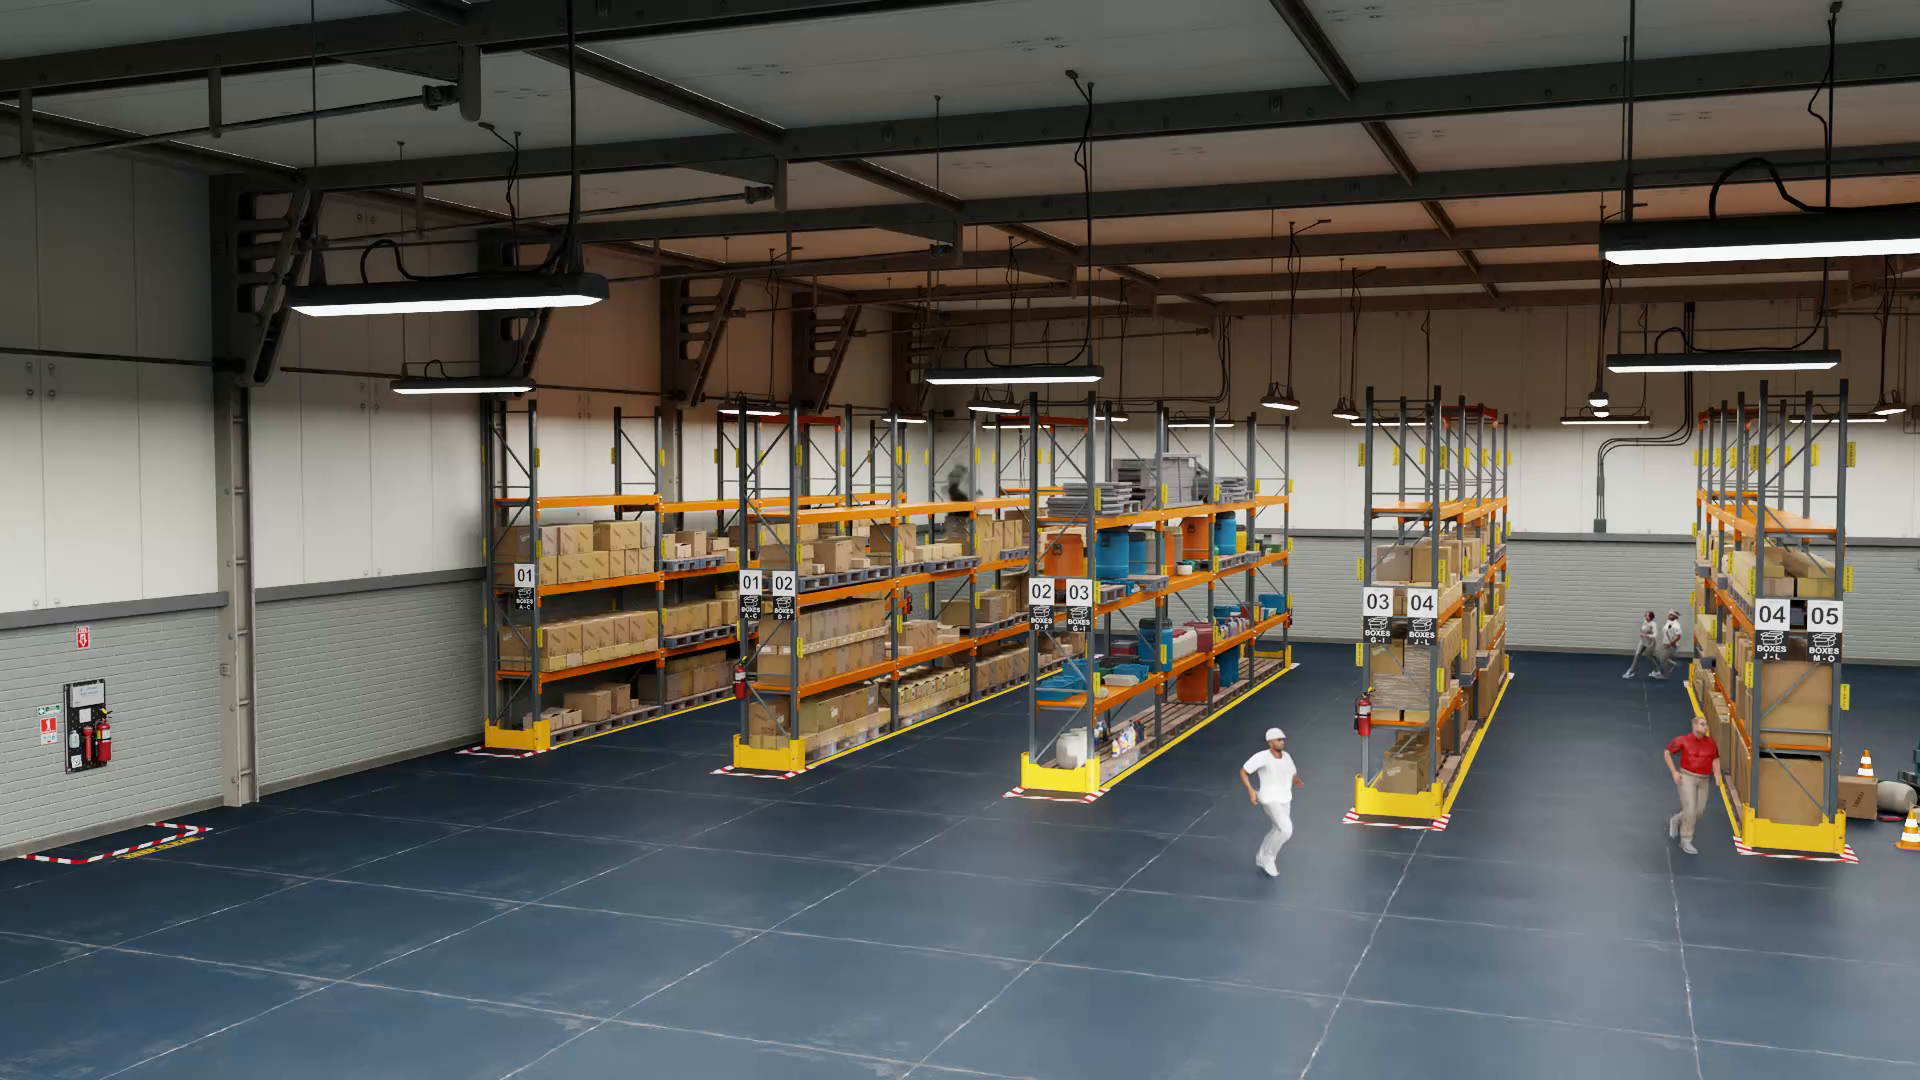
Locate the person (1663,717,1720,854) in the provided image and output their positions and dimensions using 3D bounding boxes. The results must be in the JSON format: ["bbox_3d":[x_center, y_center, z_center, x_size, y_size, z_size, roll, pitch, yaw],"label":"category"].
[{"bbox_3d":[9.424,3.118,21.342,0.708,1.700,0.654,0,3,-8],"label":"person"}]

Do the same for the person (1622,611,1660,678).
[{"bbox_3d":[15.496,2.347,37.467,0.841,1.542,0.673,-1,3,-23],"label":"person"}]

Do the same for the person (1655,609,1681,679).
[{"bbox_3d":[15.956,2.345,37.428,0.462,1.622,0.612,0,3,-7],"label":"person"}]

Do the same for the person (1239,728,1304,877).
[{"bbox_3d":[3.795,3.138,19.908,0.676,1.765,0.697,-2,4,-39],"label":"person"}]
